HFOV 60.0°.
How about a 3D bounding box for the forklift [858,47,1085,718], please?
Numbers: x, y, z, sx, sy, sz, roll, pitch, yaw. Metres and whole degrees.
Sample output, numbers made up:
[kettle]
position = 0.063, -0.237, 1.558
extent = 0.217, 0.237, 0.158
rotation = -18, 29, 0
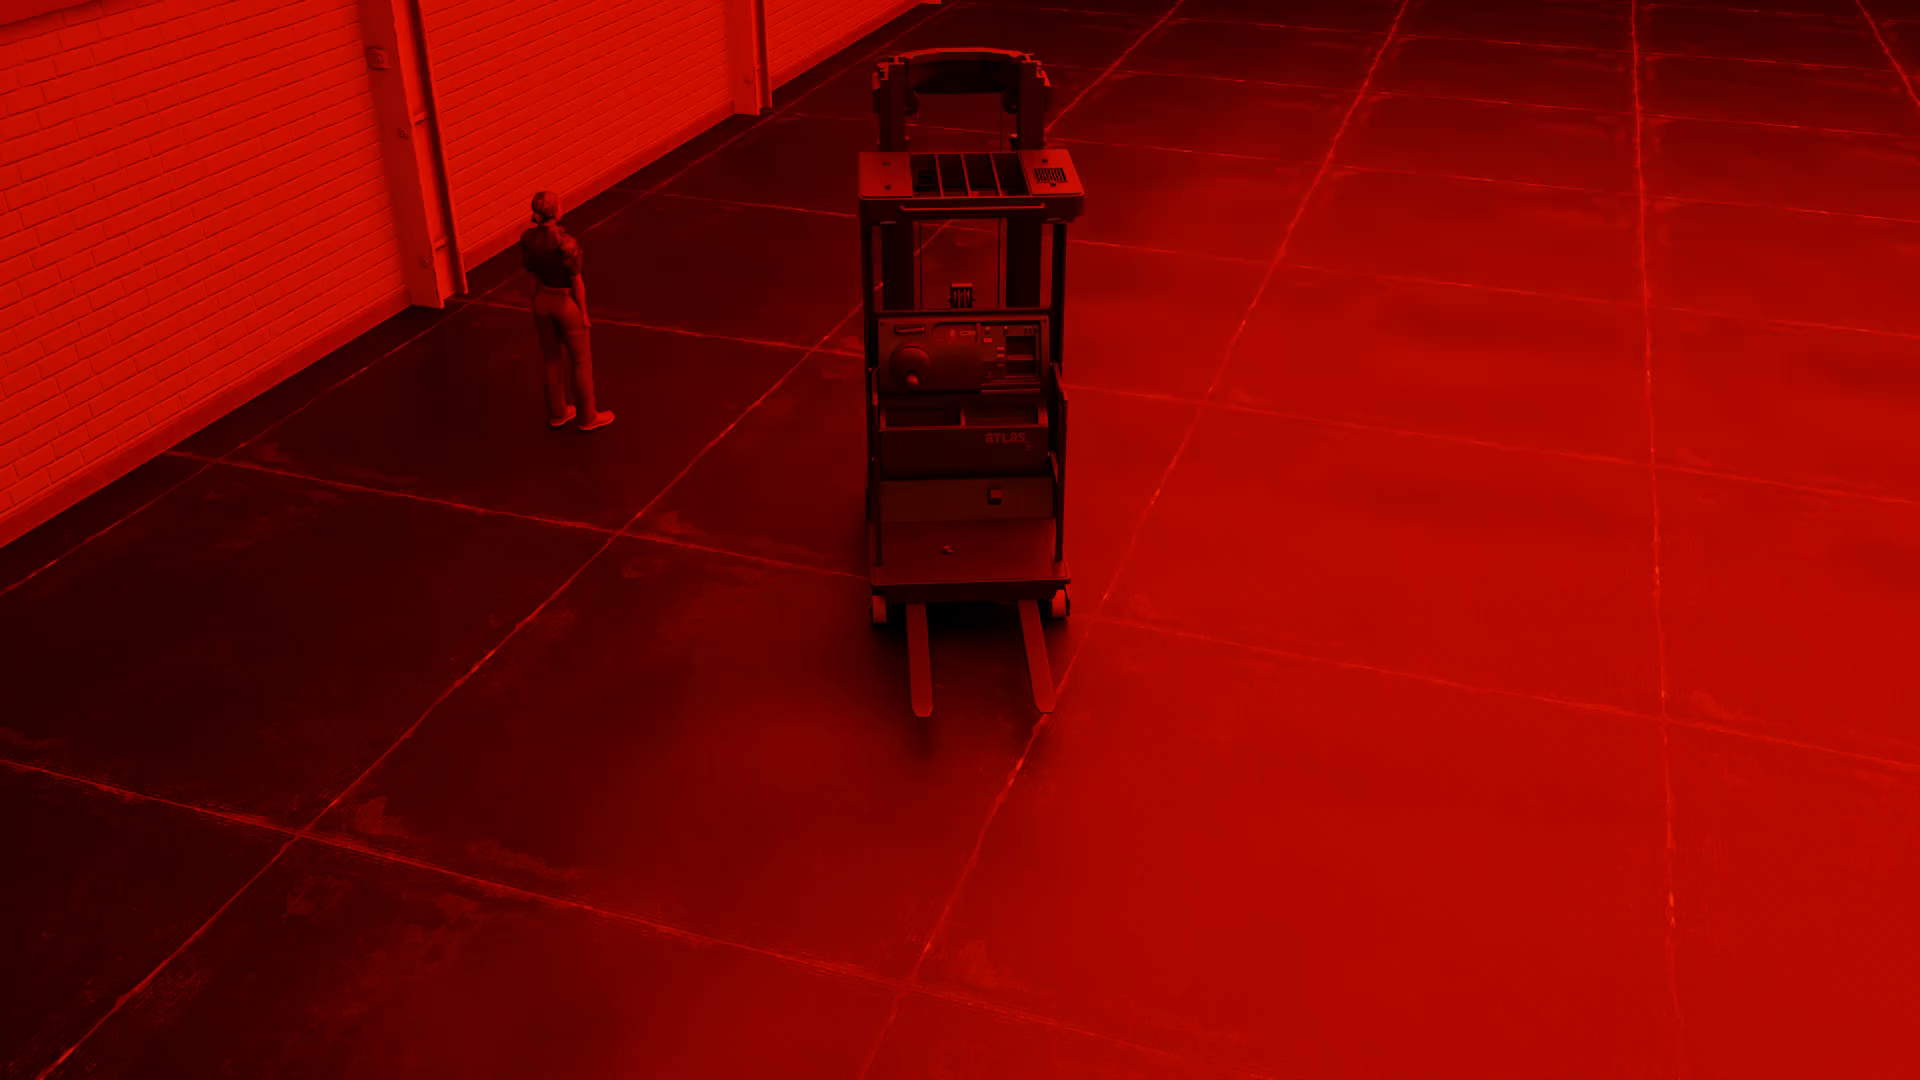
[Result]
[forklift]
position = 0.035, -0.972, 8.842
extent = 1.130, 2.935, 3.031
rotation = -2, 30, -3

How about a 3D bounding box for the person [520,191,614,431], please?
[person]
position = -2.651, -1.533, 11.115
extent = 0.448, 1.661, 0.331
rotation = 11, 32, 19
